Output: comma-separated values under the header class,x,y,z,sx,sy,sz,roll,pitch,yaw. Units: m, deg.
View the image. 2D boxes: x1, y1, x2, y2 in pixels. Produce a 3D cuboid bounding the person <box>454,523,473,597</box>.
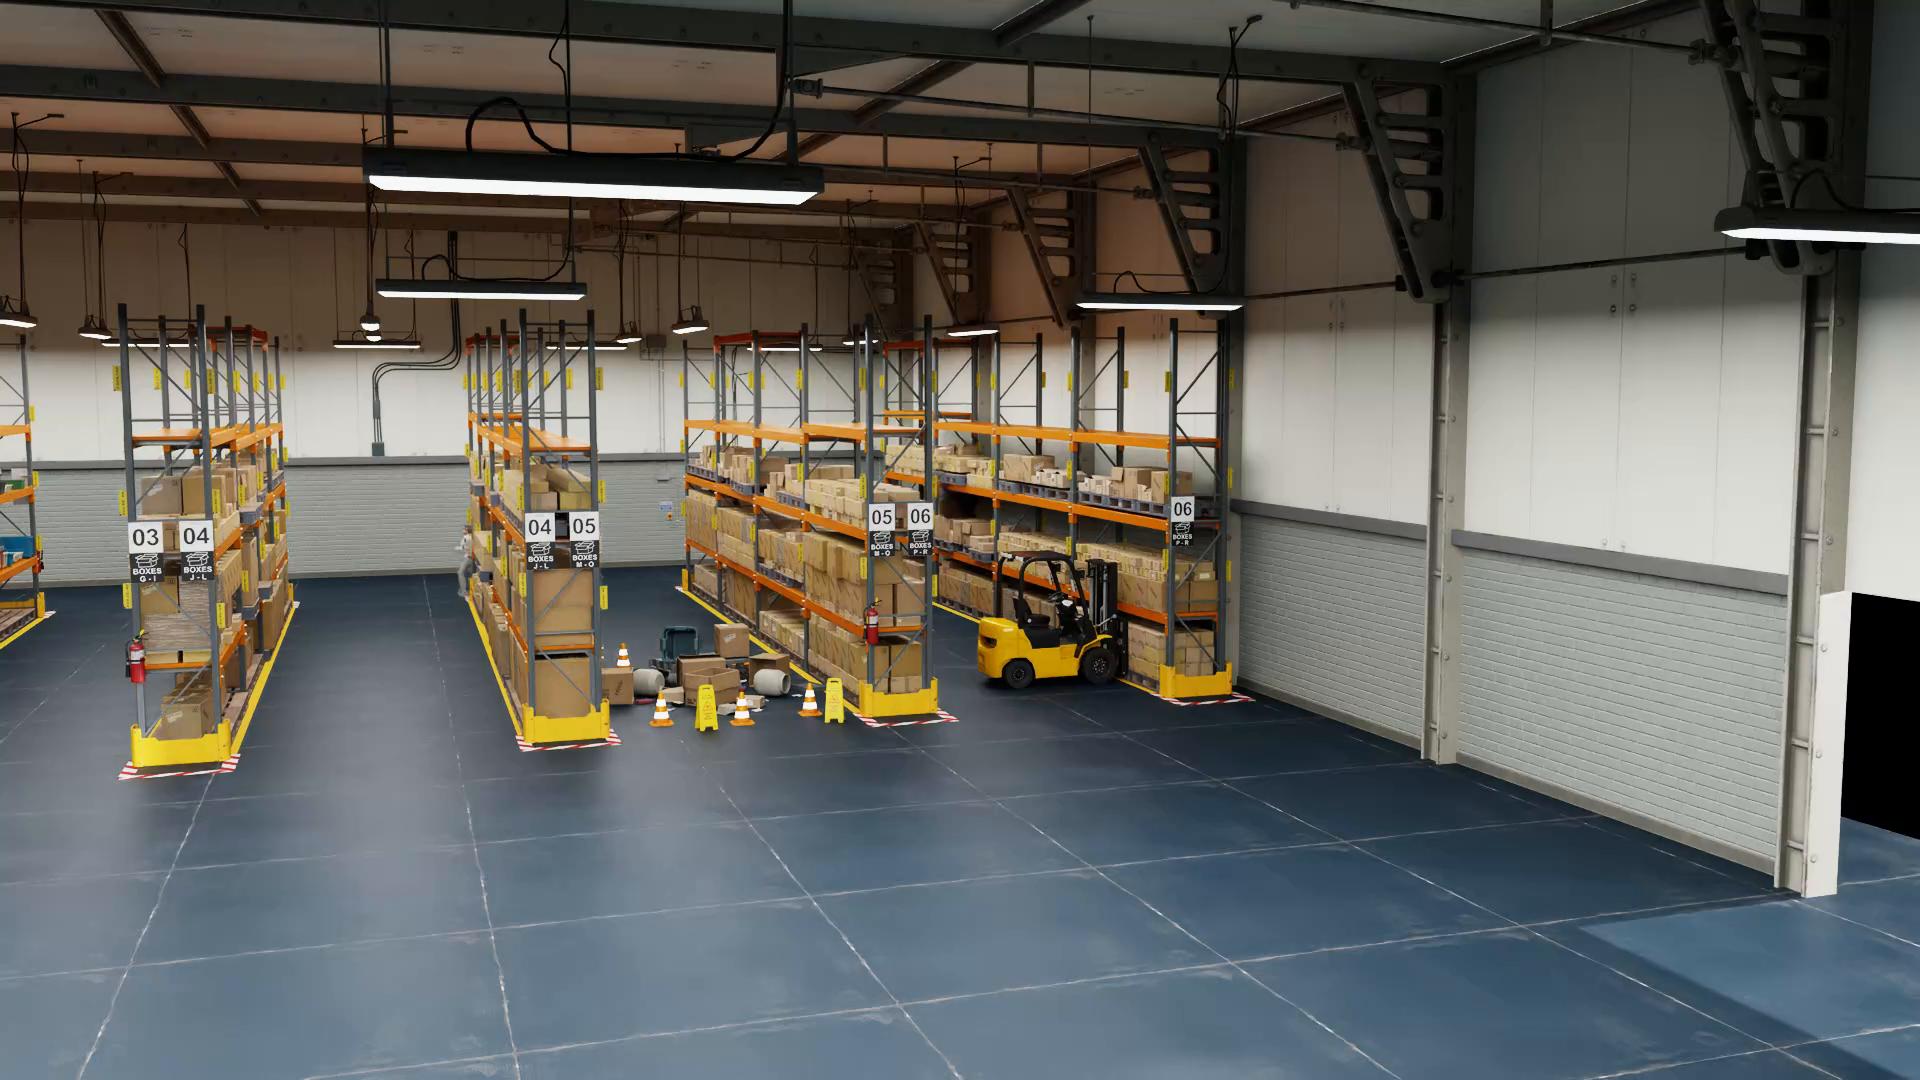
class,x,y,z,sx,sy,sz,roll,pitch,yaw
person,-11.502,0.466,39.167,0.805,1.731,0.631,-2,6,-24
